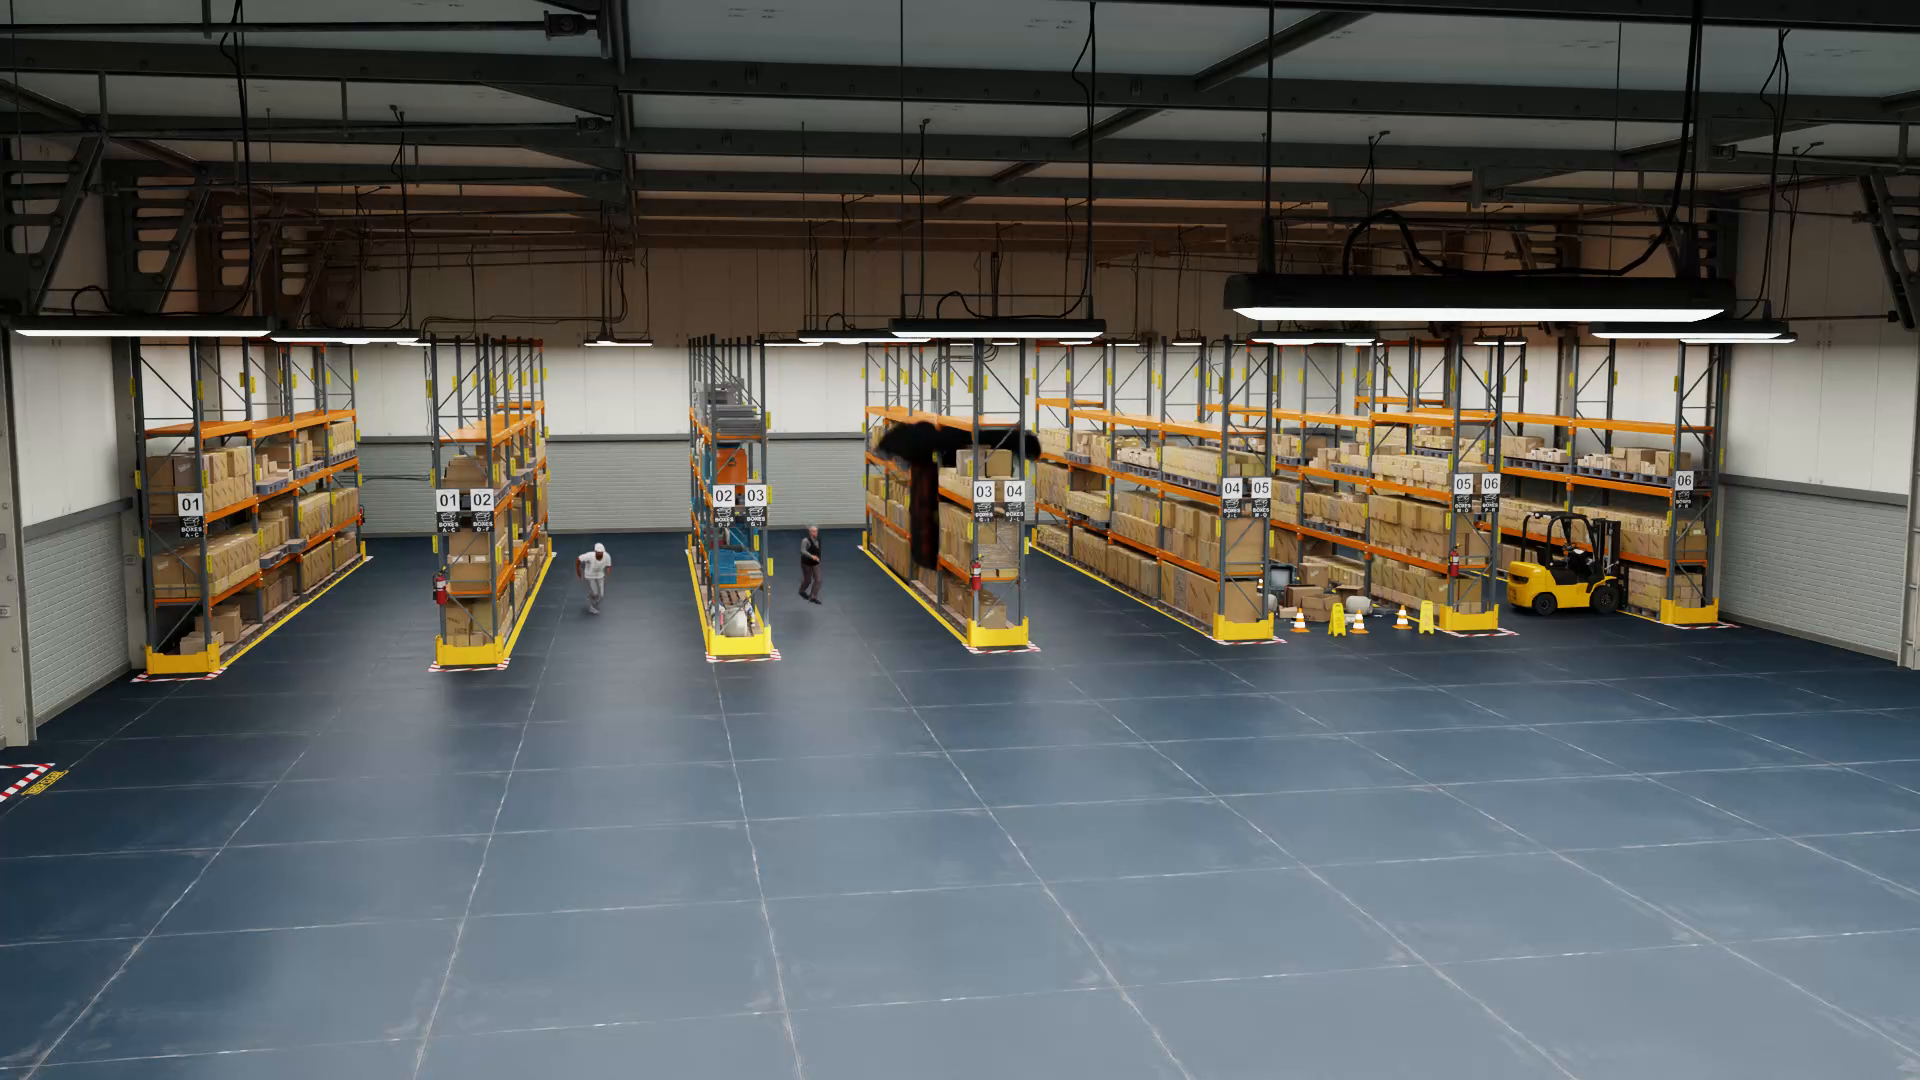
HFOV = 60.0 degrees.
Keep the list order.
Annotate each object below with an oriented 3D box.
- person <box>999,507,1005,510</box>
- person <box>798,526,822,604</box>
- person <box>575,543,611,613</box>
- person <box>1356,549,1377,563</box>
[{"bbox_3d":[1.110,-0.666,48.112,0.676,1.802,0.774,1,7,4],"label":"person"},{"bbox_3d":[-3.314,0.533,36.303,0.637,1.698,0.826,-6,9,-43],"label":"person"},{"bbox_3d":[-7.893,0.839,35.873,0.741,1.573,0.820,-4,8,-31],"label":"person"},{"bbox_3d":[10.489,0.026,42.770,0.592,1.635,0.946,-2,7,-14],"label":"person"}]
